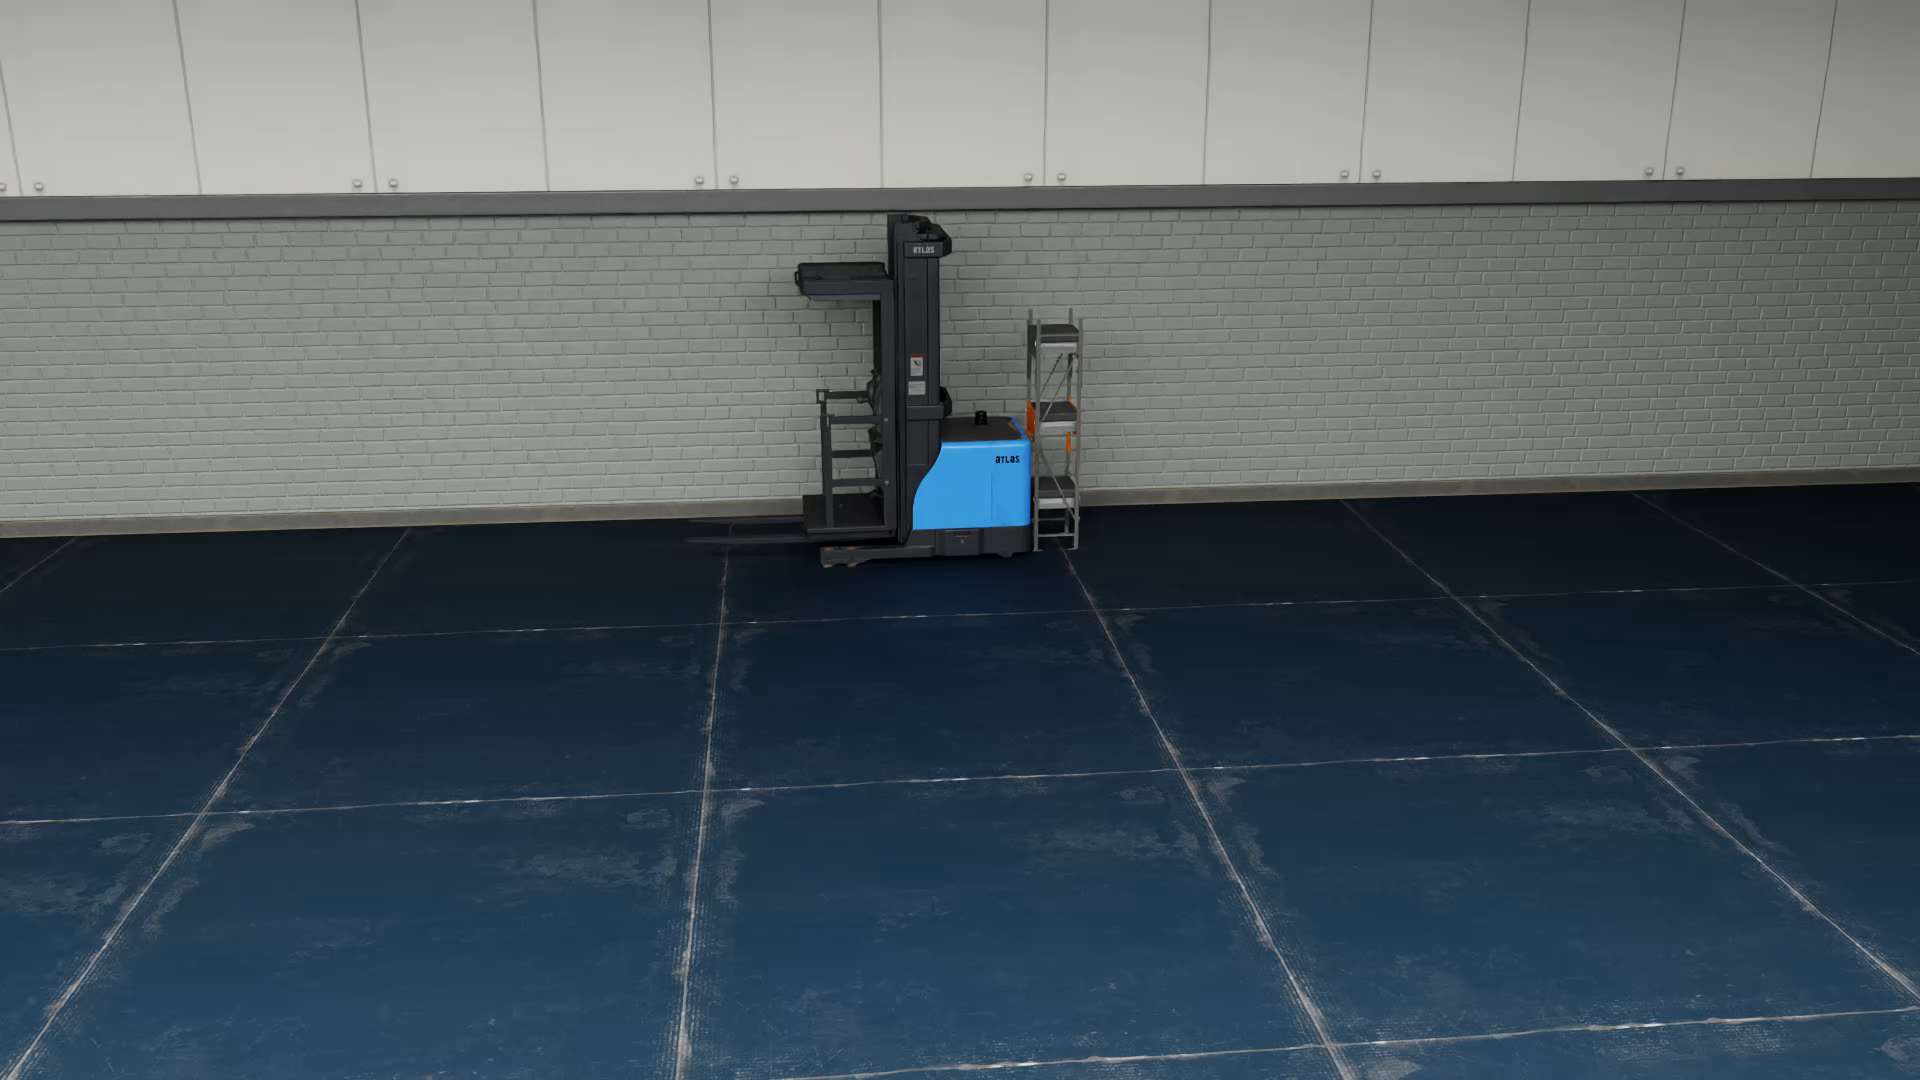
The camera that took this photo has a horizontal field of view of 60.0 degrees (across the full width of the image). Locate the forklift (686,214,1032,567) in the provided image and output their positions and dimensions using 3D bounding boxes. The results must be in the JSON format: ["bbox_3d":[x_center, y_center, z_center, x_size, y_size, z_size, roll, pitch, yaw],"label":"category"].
[{"bbox_3d":[-0.921,-1.328,14.586,3.031,2.935,1.130,-2,18,-6],"label":"forklift"}]

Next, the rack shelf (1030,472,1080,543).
[{"bbox_3d":[0.833,-0.300,15.084,0.431,0.518,0.480,-2,18,-6],"label":"rack shelf"}]

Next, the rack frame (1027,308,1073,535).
[{"bbox_3d":[0.804,-1.054,15.101,0.400,2.100,0.015,-2,18,-6],"label":"rack frame"}]

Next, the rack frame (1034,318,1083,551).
[{"bbox_3d":[0.861,-0.909,14.639,0.400,2.100,0.015,-2,18,-6],"label":"rack frame"}]

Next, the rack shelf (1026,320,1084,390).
[{"bbox_3d":[0.833,-1.636,14.664,0.431,0.518,0.480,-2,18,-6],"label":"rack shelf"}]

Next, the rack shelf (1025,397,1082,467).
[{"bbox_3d":[0.833,-0.968,14.874,0.431,0.518,0.480,-2,18,-6],"label":"rack shelf"}]

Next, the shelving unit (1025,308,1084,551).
[{"bbox_3d":[0.833,-0.981,14.870,0.431,2.100,0.503,-2,18,-6],"label":"shelving unit"}]
